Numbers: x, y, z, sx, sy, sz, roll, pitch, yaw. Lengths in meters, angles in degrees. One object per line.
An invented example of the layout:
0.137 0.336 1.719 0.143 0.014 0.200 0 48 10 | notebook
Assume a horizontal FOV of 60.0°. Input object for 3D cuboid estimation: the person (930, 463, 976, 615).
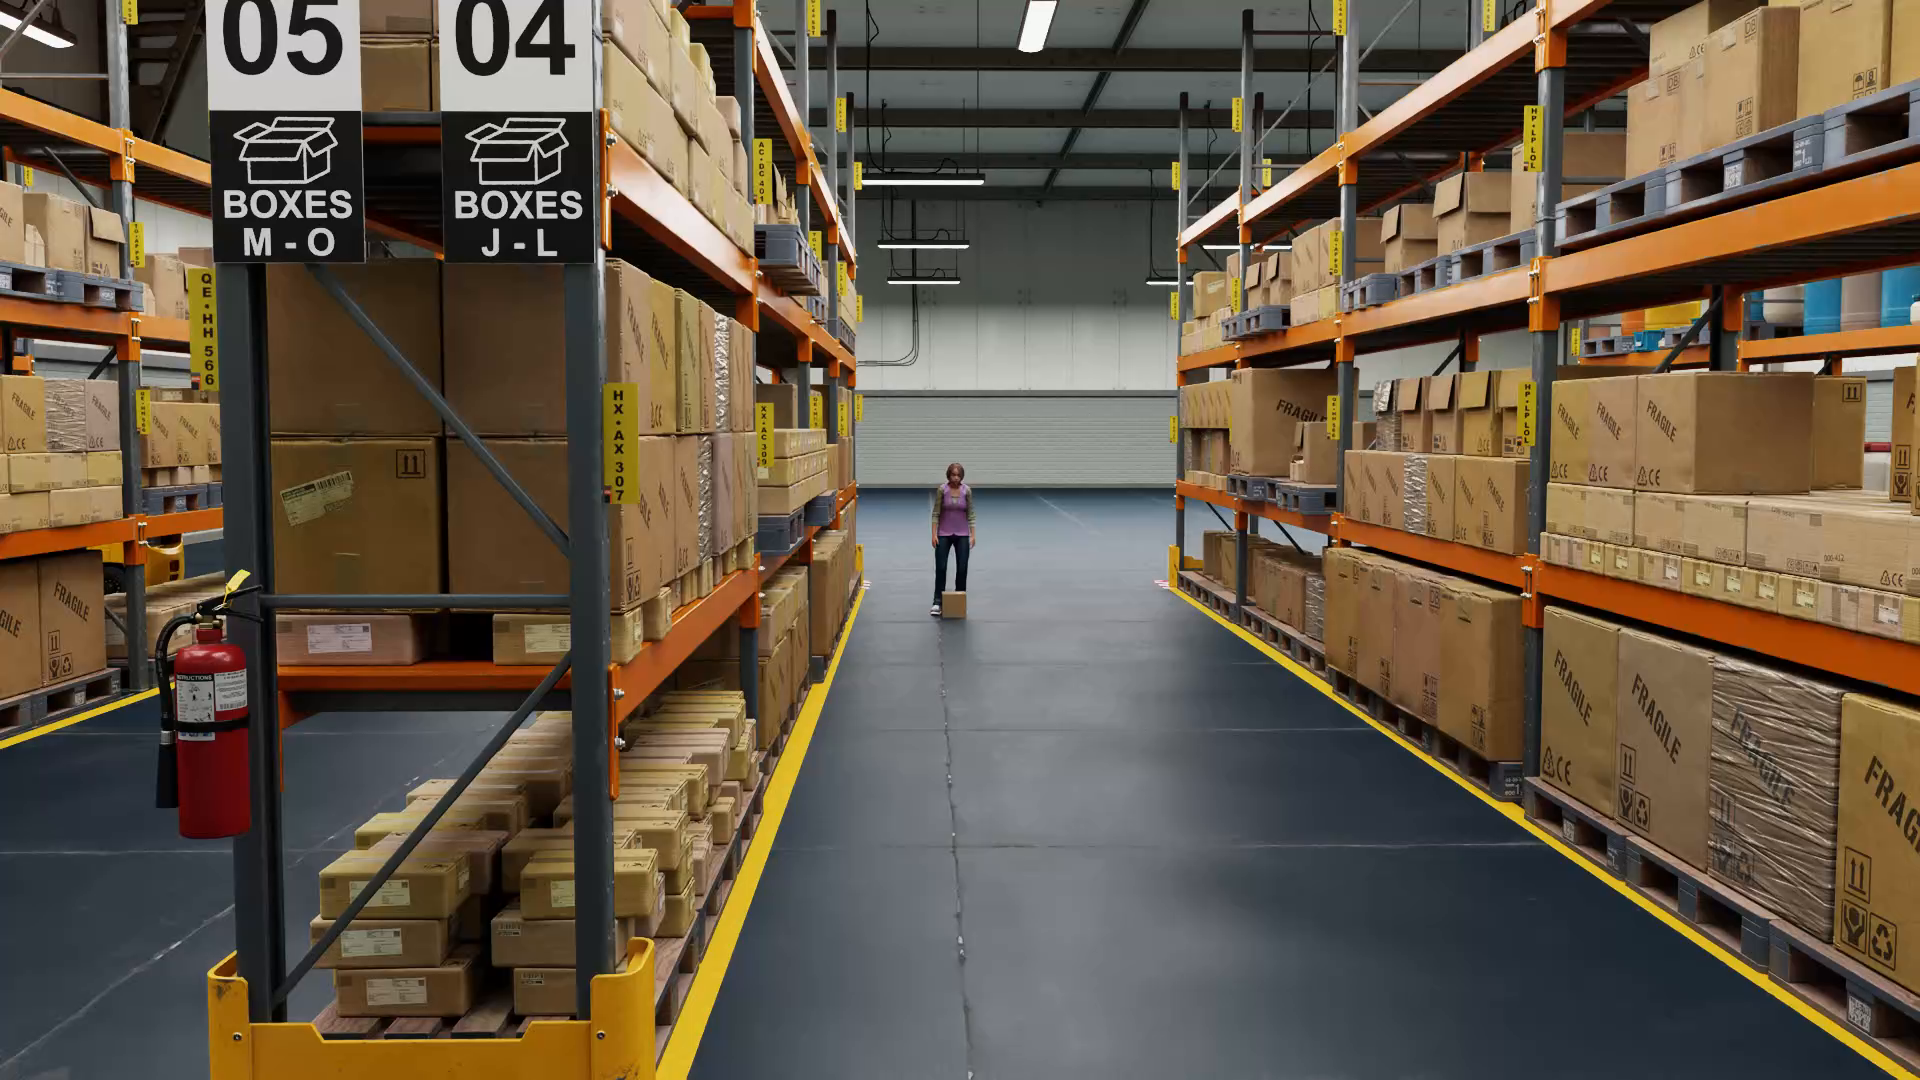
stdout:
-0.075 -0.010 17.457 0.485 1.582 0.342 0 4 -5 | person
